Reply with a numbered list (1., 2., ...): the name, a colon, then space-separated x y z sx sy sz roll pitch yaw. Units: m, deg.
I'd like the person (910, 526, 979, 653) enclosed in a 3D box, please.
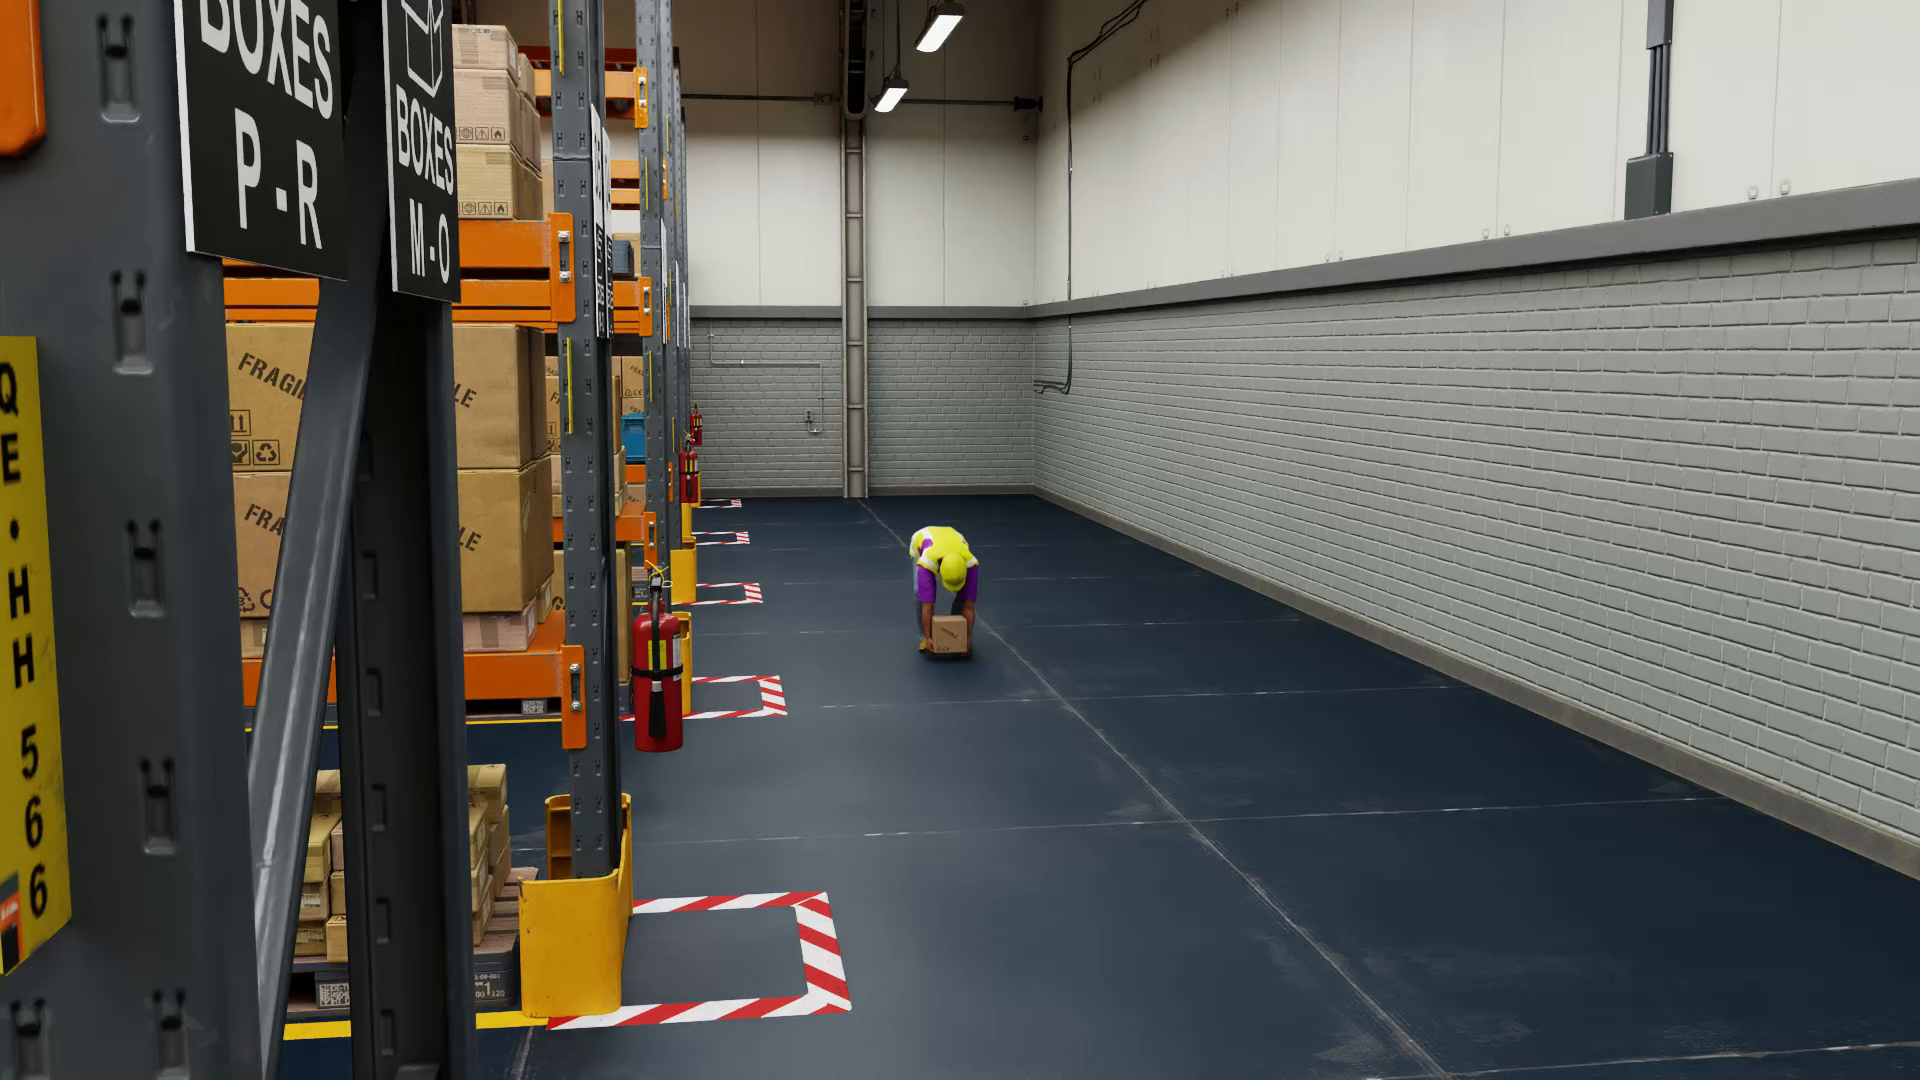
1. person: -0.114 0.399 13.059 0.493 0.980 0.974 -1 7 -11
